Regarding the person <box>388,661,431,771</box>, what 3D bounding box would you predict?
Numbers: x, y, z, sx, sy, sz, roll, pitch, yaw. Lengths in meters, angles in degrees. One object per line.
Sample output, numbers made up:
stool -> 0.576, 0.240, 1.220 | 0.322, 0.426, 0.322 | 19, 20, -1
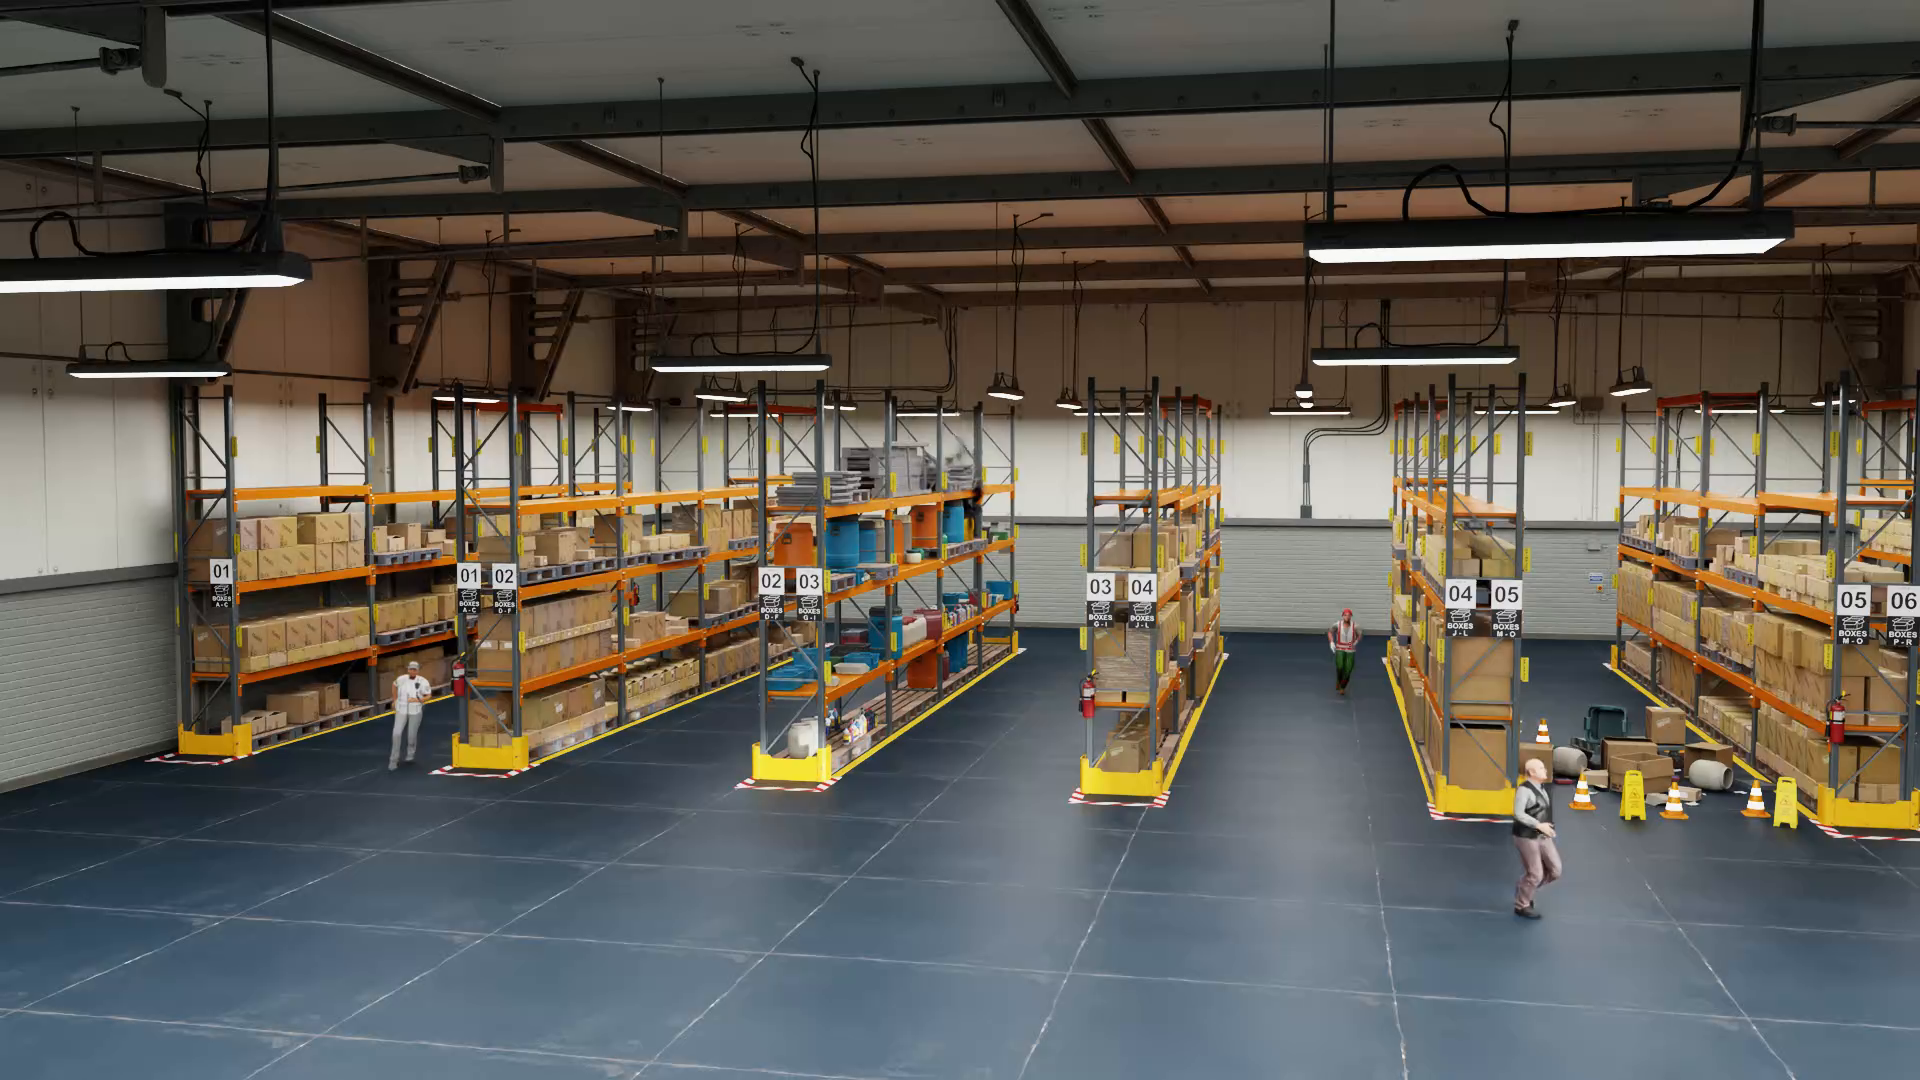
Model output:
person -> -8.622, 2.738, 26.127 | 0.630, 1.688, 0.812 | -1, 3, -10

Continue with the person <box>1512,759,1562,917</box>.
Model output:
person -> 6.125, 3.165, 17.656 | 0.673, 1.683, 0.569 | -3, 4, -43

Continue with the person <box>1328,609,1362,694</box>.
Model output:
person -> 7.770, 2.249, 33.487 | 0.658, 1.736, 0.613 | 0, 3, 7
